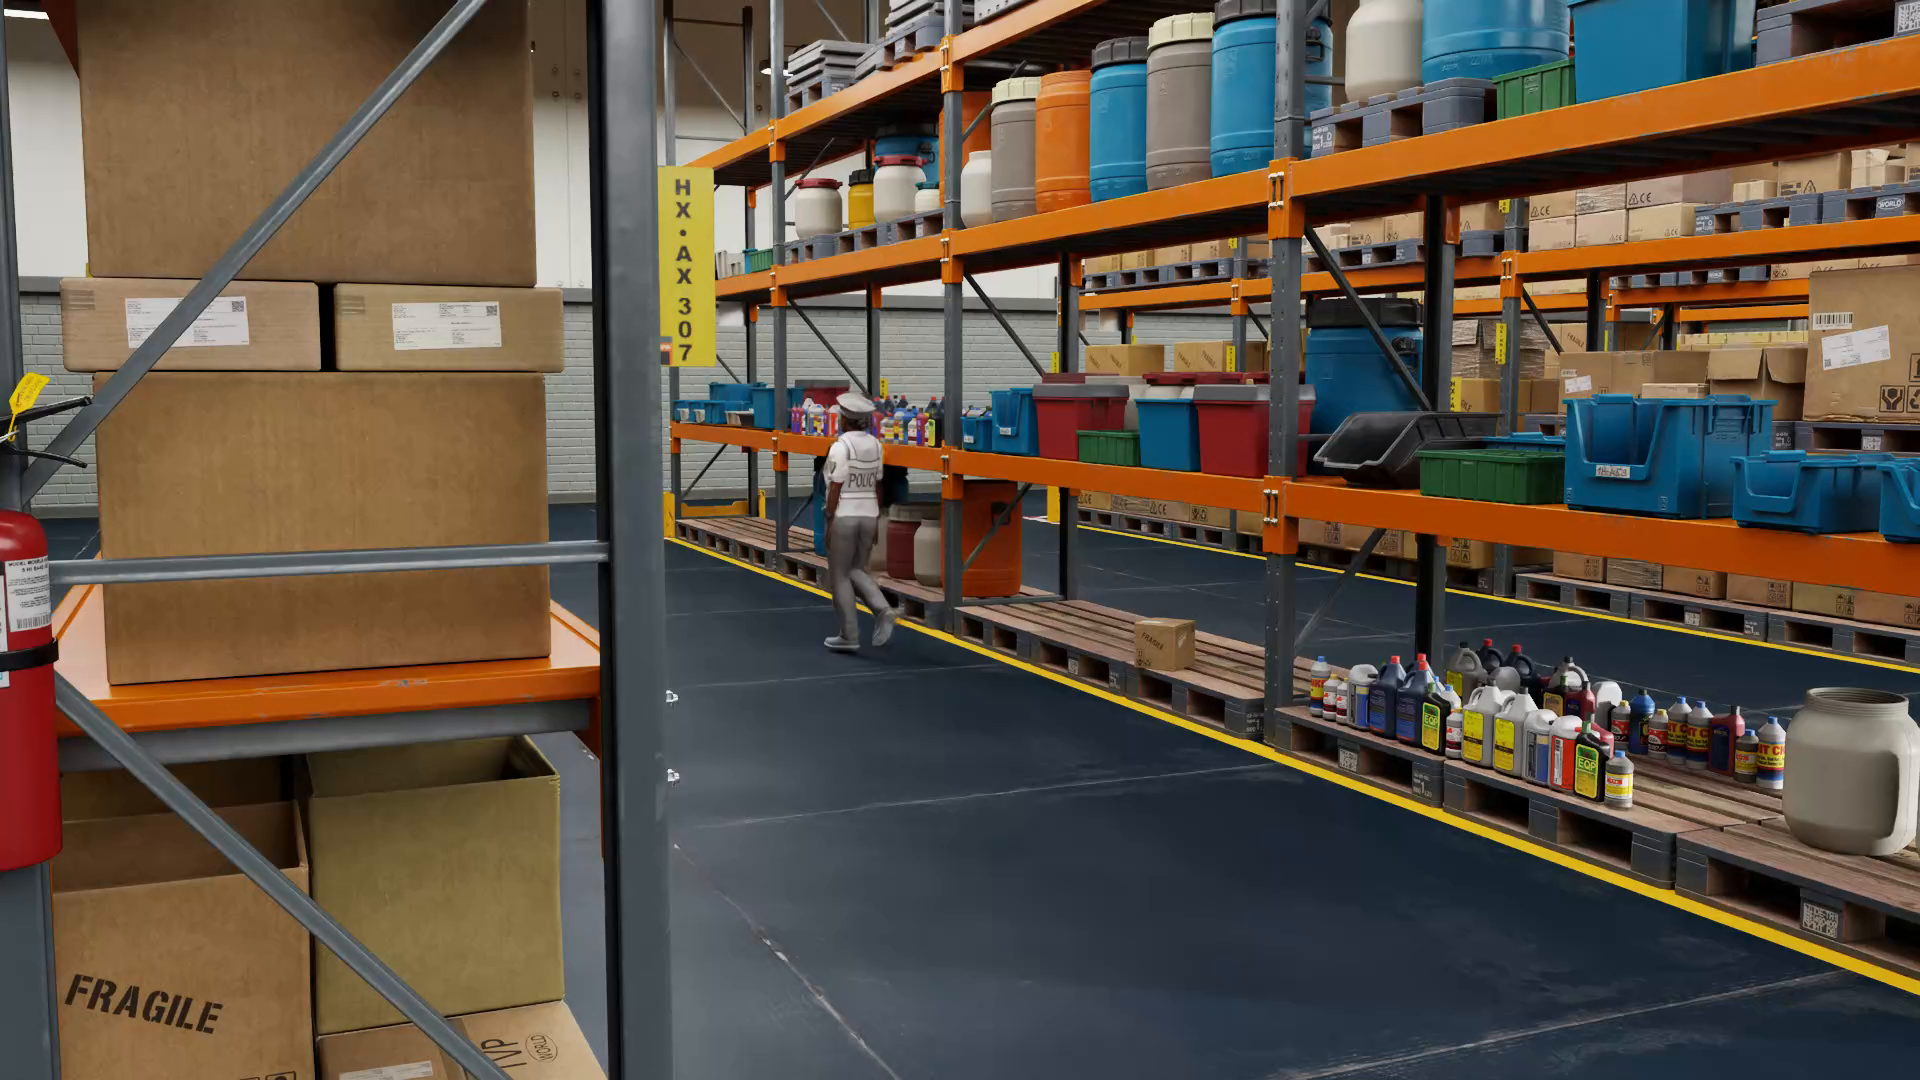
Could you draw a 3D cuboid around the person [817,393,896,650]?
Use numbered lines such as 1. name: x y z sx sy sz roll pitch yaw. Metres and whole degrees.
1. person: -0.685 -0.119 10.849 0.489 1.679 0.443 5 7 42
